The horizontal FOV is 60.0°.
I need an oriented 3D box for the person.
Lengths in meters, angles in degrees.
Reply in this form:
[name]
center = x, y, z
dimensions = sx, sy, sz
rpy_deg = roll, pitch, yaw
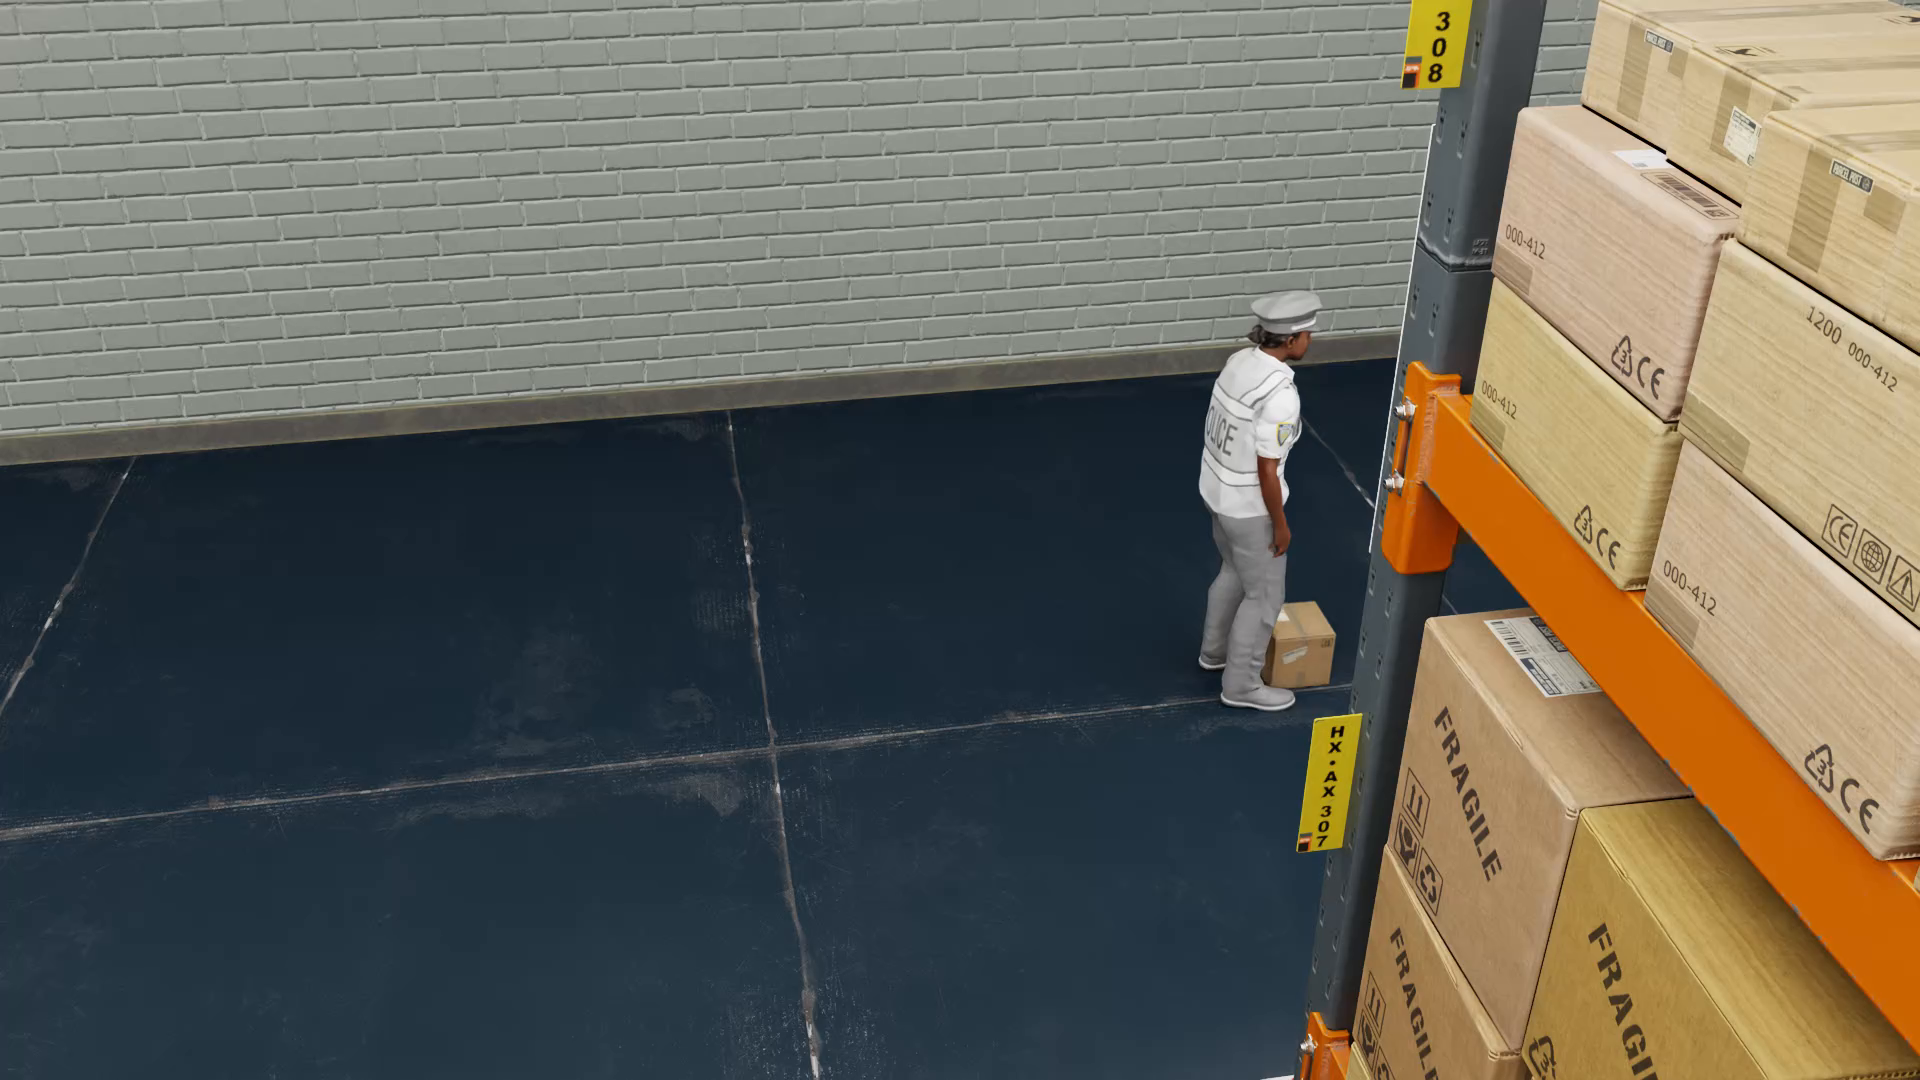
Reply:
[person]
center = 1.127, -0.143, 6.373
dimensions = 0.391, 1.658, 0.509
rpy_deg = -6, 31, -11
